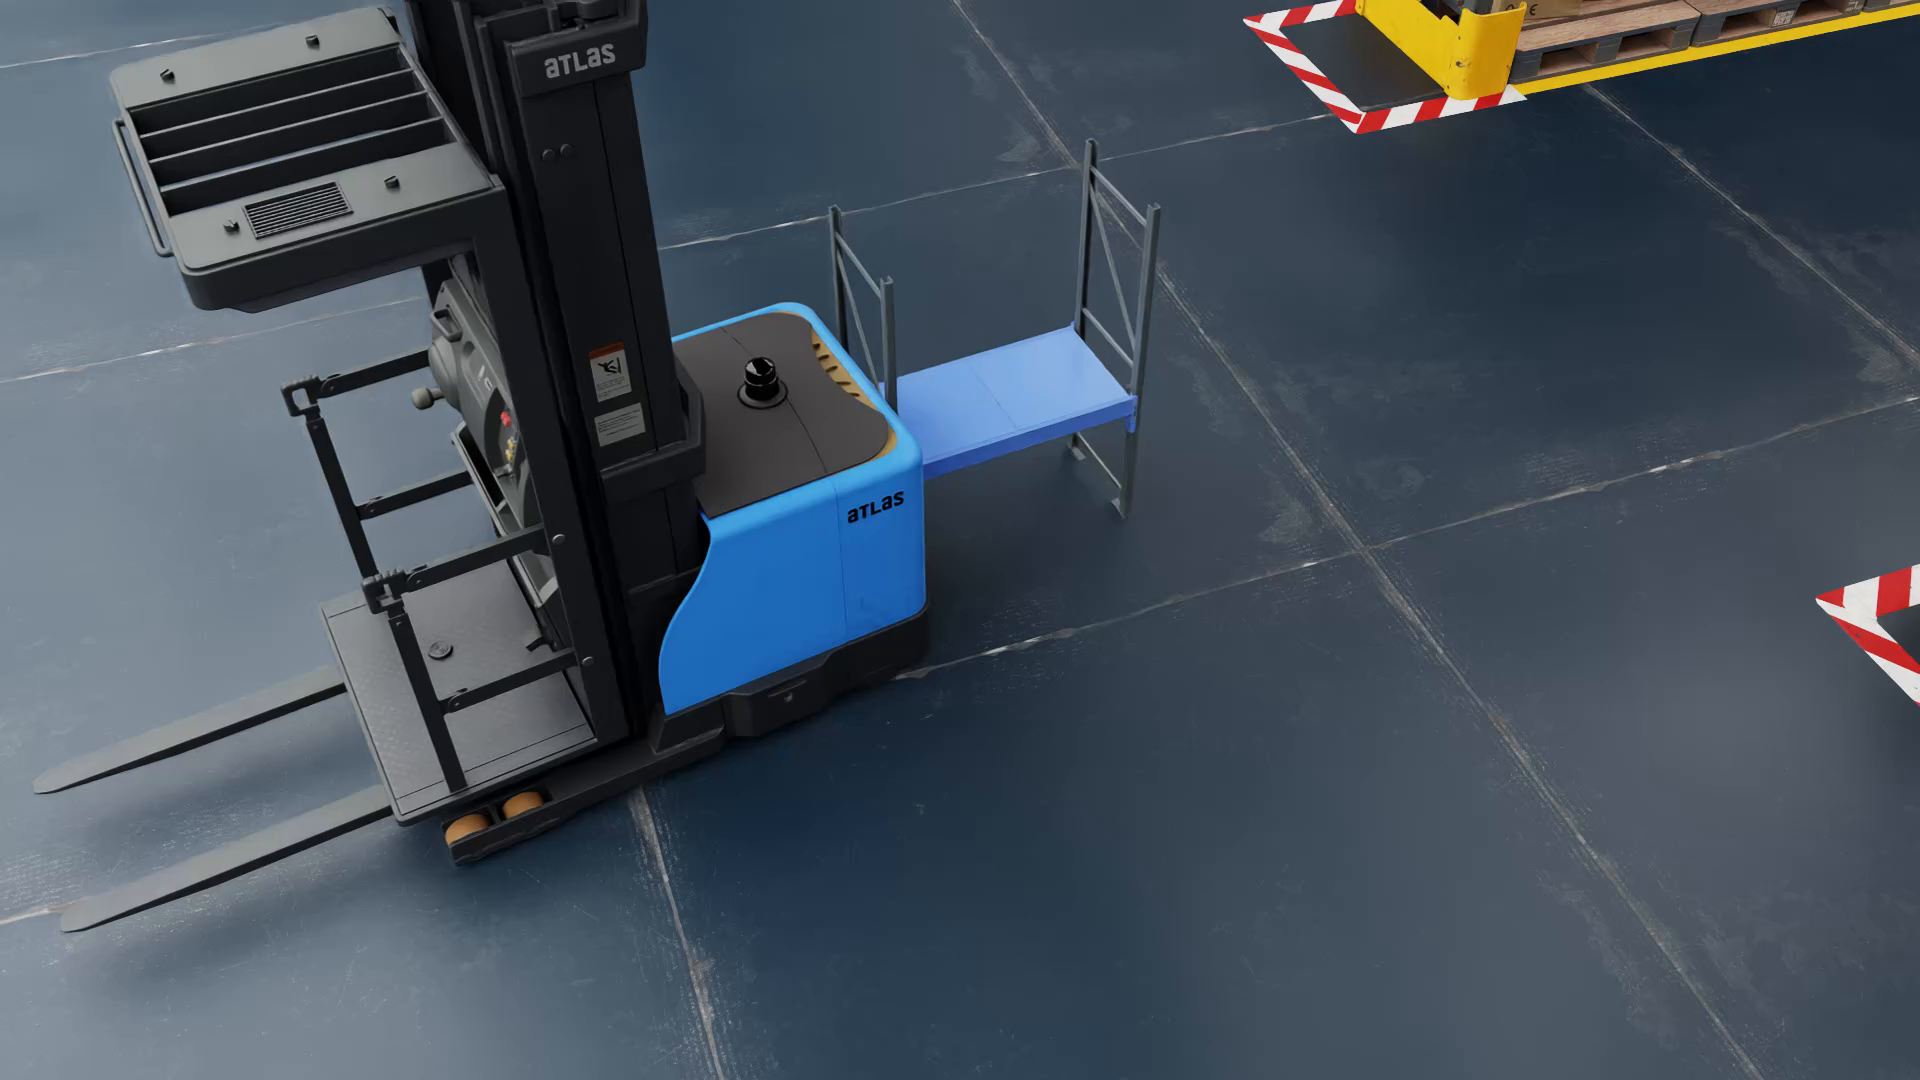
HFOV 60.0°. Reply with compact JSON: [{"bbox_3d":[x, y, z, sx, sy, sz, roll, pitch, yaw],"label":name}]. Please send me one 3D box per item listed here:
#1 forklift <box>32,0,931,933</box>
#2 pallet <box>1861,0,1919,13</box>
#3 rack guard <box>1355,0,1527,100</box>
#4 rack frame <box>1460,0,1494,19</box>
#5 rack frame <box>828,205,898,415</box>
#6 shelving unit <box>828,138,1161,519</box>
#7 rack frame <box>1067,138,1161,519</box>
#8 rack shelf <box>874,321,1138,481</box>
[{"bbox_3d":[8.015,1.610,3.076,17.233,2.935,15.389,-21,49,-20],"label":"forklift"},{"bbox_3d":[5.765,-3.673,10.262,1.213,0.211,1.003,-14,47,-14],"label":"pallet"},{"bbox_3d":[2.694,-3.016,9.403,0.348,0.500,1.175,-14,47,-14],"label":"rack guard"},{"bbox_3d":[2.622,-3.880,8.500,0.127,3.000,1.000,-14,47,-14],"label":"rack frame"},{"bbox_3d":[-0.339,-0.474,6.164,0.032,1.500,0.500,-18,48,-18],"label":"rack frame"},{"bbox_3d":[0.121,-0.628,6.317,1.048,1.500,0.538,-18,48,-18],"label":"shelving unit"},{"bbox_3d":[0.581,-0.781,6.470,0.032,1.500,0.500,-18,48,-18],"label":"rack frame"},{"bbox_3d":[0.121,-0.501,6.444,1.000,0.185,0.538,-18,48,-18],"label":"rack shelf"}]
